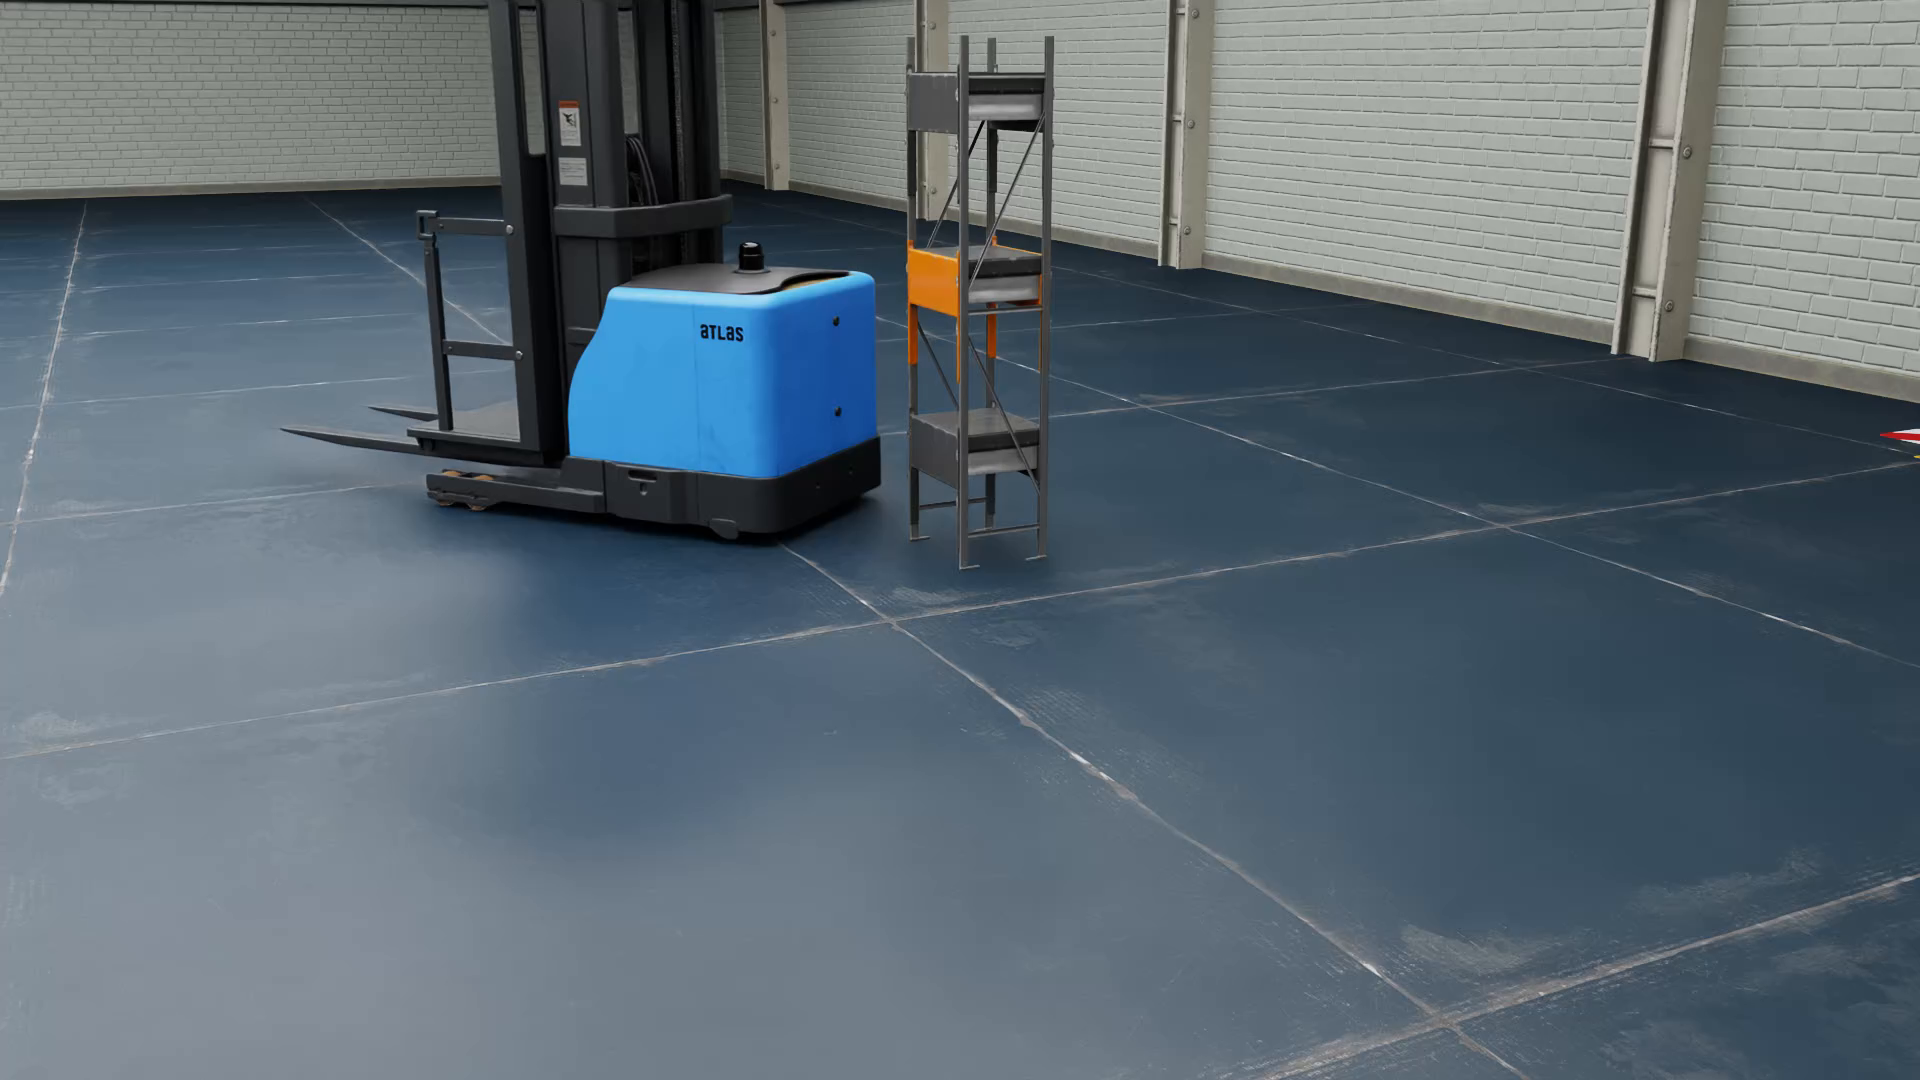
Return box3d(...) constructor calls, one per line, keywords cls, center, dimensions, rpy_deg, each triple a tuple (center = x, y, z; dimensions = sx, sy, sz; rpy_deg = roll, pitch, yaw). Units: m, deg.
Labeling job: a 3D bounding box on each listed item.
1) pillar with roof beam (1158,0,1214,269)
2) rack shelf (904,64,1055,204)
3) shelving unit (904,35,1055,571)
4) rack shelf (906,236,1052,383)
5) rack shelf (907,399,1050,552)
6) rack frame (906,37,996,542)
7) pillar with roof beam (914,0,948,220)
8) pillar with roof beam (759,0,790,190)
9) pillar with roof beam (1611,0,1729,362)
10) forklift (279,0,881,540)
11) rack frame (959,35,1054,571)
box3d(cls="pillar with roof beam", center=(-1.613, -6.602, 13.942), dimensions=(9.100, 9.000, 0.400), rpy_deg=(-8, 18, -25))
box3d(cls="rack shelf", center=(0.072, -1.628, 6.629), dimensions=(0.431, 0.518, 0.480), rpy_deg=(-8, 18, -25))
box3d(cls="shelving unit", center=(0.073, -0.968, 6.818), dimensions=(0.431, 2.100, 0.503), rpy_deg=(-8, 18, -25))
box3d(cls="rack shelf", center=(0.073, -0.955, 6.822), dimensions=(0.431, 0.518, 0.480), rpy_deg=(-8, 18, -25))
box3d(cls="rack shelf", center=(0.073, -0.282, 7.015), dimensions=(0.431, 0.518, 0.480), rpy_deg=(-8, 18, -25))
box3d(cls="rack frame", center=(-0.034, -1.029, 7.029), dimensions=(0.400, 2.100, 0.015), rpy_deg=(-8, 18, -25))
box3d(cls="pillar with roof beam", center=(-4.241, -8.090, 19.127), dimensions=(9.100, 9.000, 0.400), rpy_deg=(-8, 18, -25))
box3d(cls="pillar with roof beam", center=(-6.870, -9.577, 24.311), dimensions=(9.100, 9.000, 0.400), rpy_deg=(-8, 18, -25))
box3d(cls="pillar with roof beam", center=(1.016, -5.114, 8.758), dimensions=(9.100, 9.000, 0.400), rpy_deg=(-8, 18, -25))
box3d(cls="forklift", center=(-1.935, -1.666, 7.742), dimensions=(3.031, 2.935, 1.130), rpy_deg=(7, 18, 24))
box3d(cls="rack frame", center=(0.179, -0.908, 6.607), dimensions=(0.400, 2.100, 0.015), rpy_deg=(-8, 18, -25))
